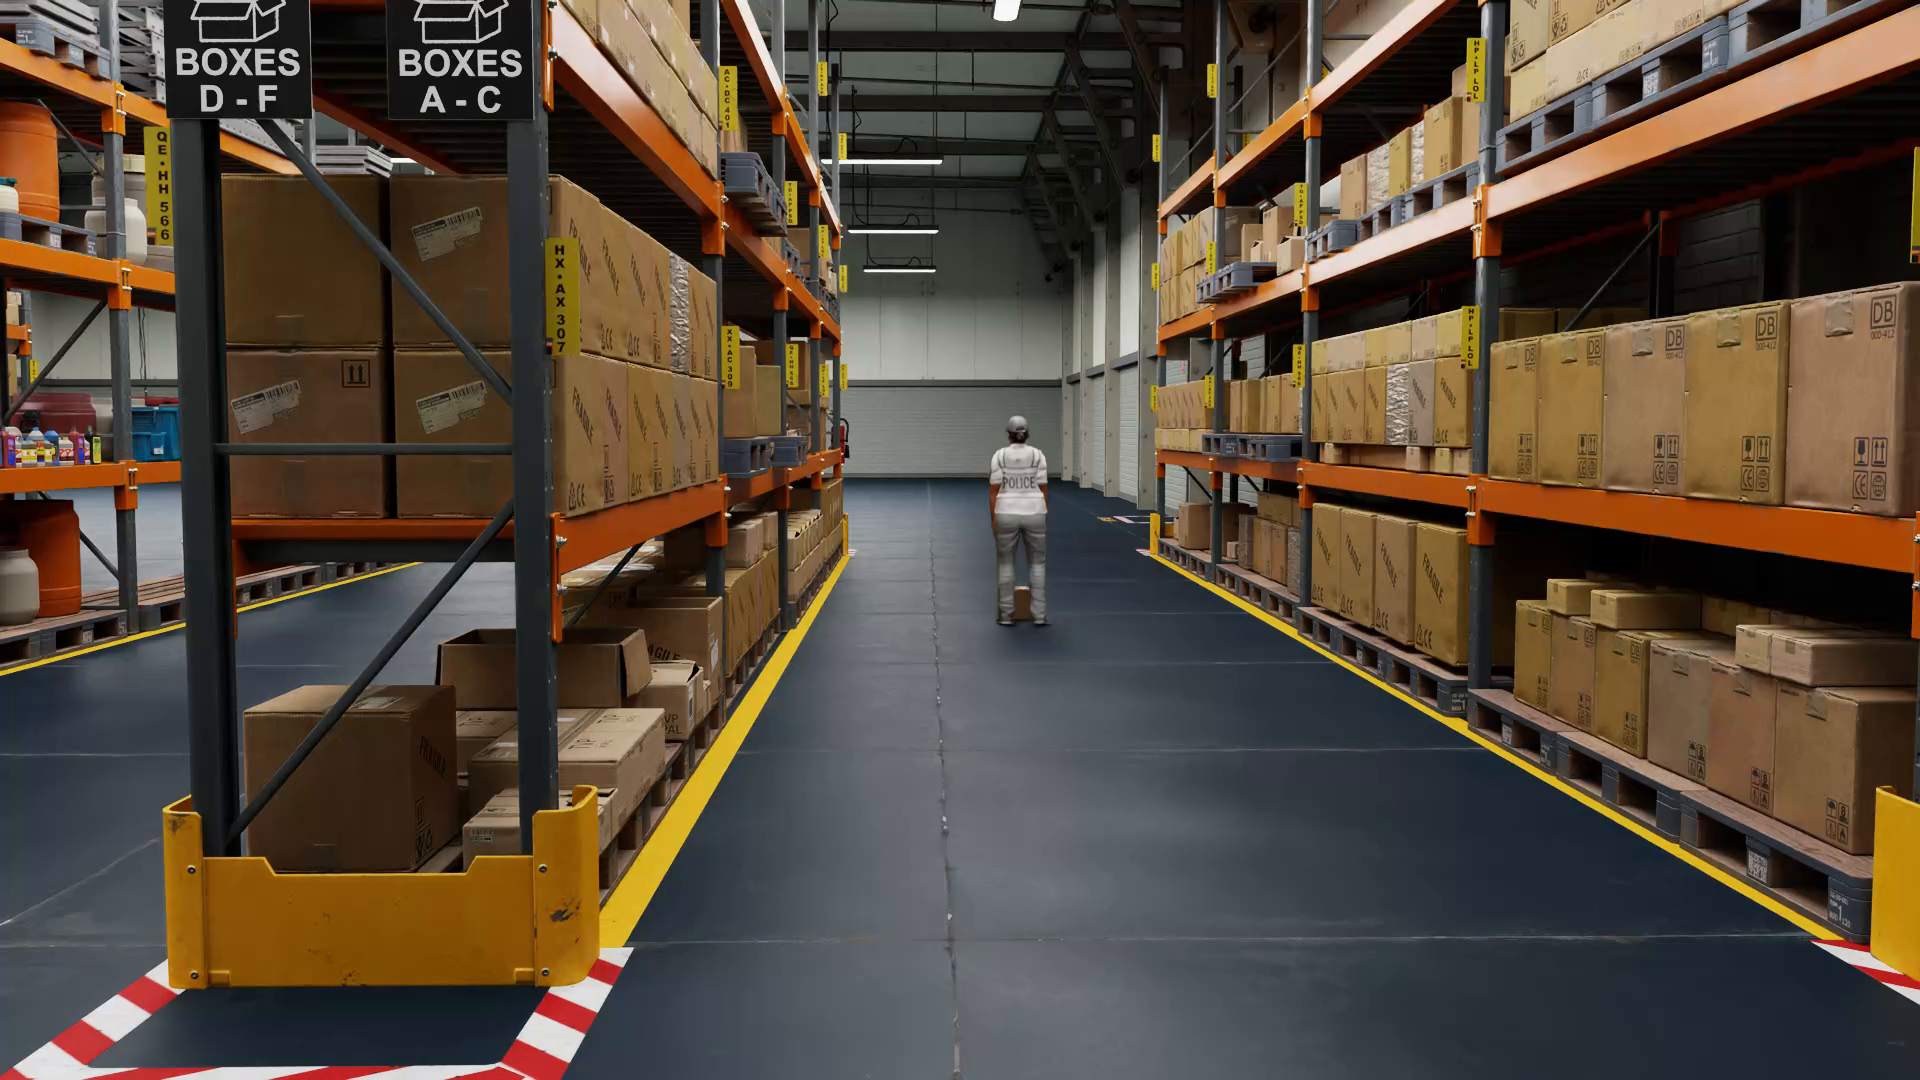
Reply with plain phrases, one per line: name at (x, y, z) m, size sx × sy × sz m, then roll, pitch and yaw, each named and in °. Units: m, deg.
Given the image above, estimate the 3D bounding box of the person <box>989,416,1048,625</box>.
person at (0.469, -0.146, 13.241) m, size 0.481 × 1.676 × 0.390 m, roll 0°, pitch 4°, yaw 0°
